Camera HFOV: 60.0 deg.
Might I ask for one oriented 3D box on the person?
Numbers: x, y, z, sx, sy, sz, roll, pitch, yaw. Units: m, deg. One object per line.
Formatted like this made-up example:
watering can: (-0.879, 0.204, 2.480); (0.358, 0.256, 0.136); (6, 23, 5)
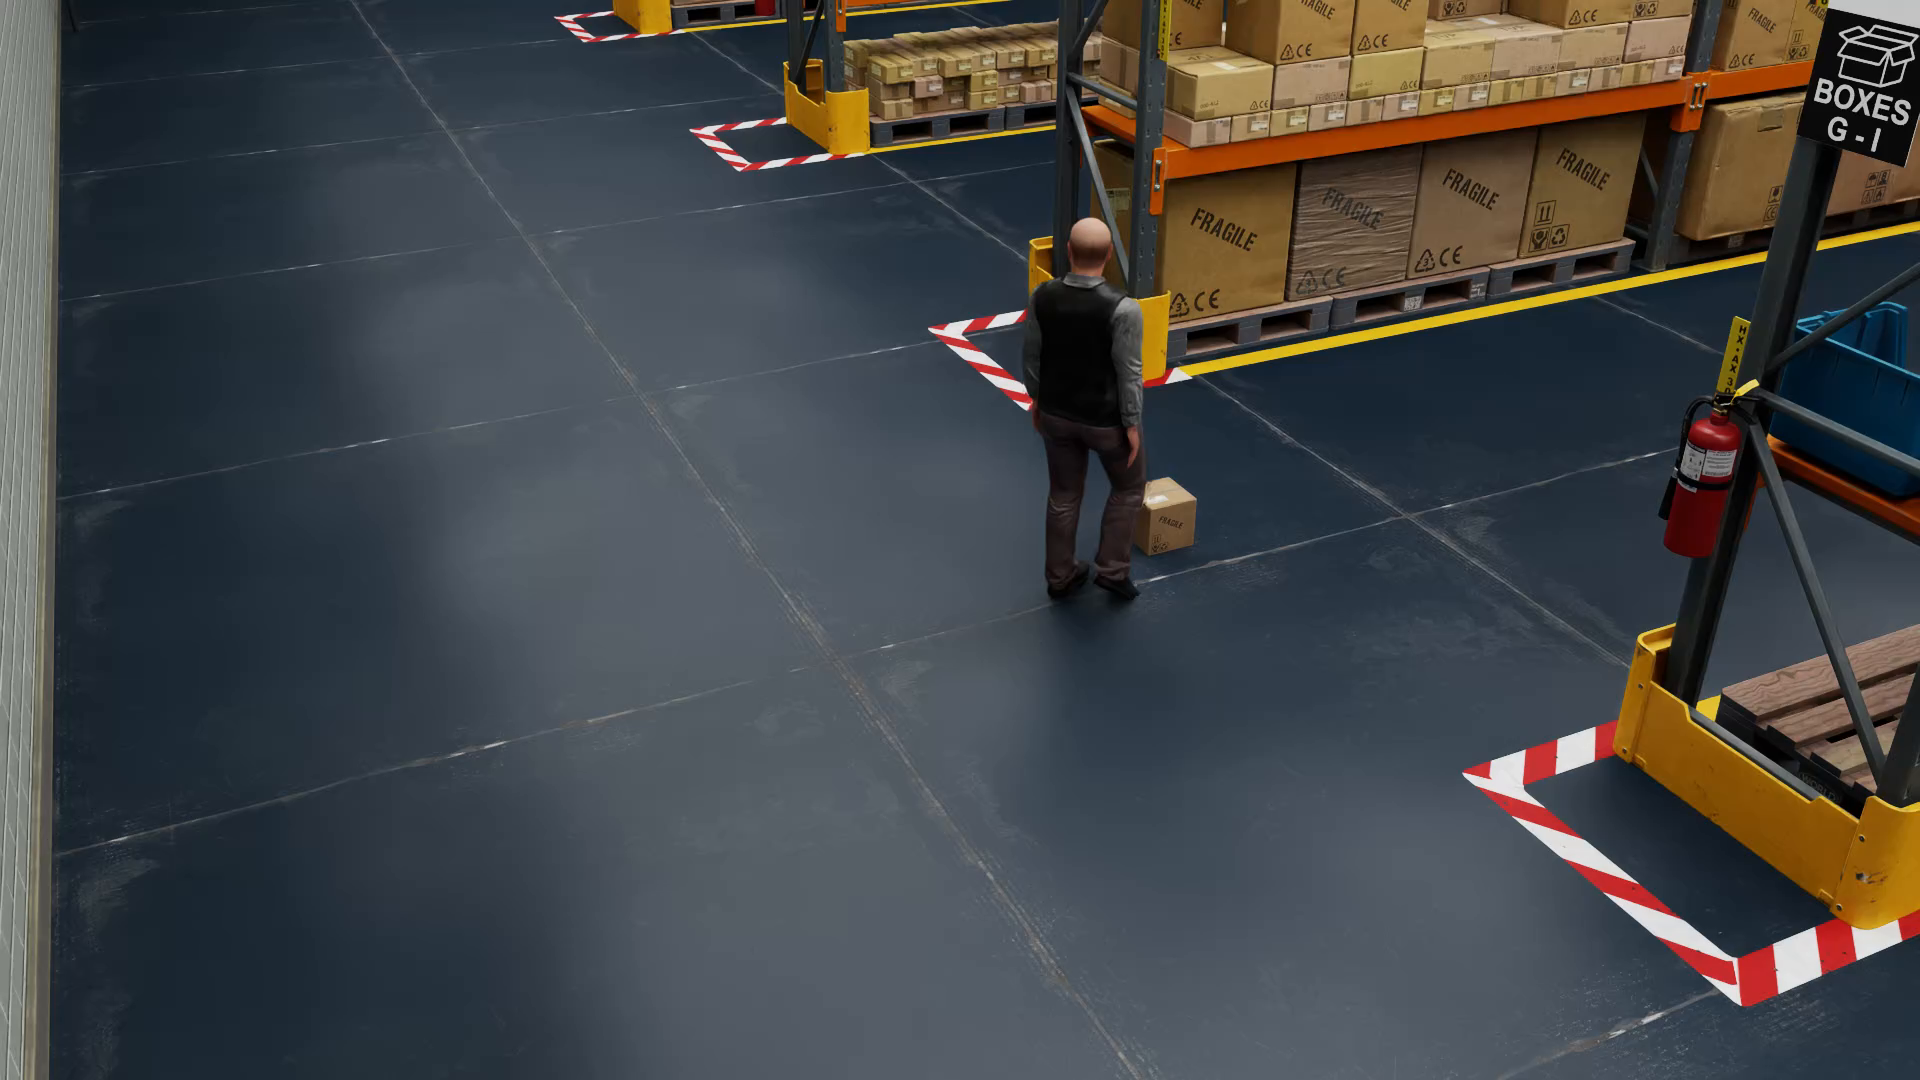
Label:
person: (0.544, -0.495, 7.089); (0.568, 1.807, 0.403); (16, 33, 26)
